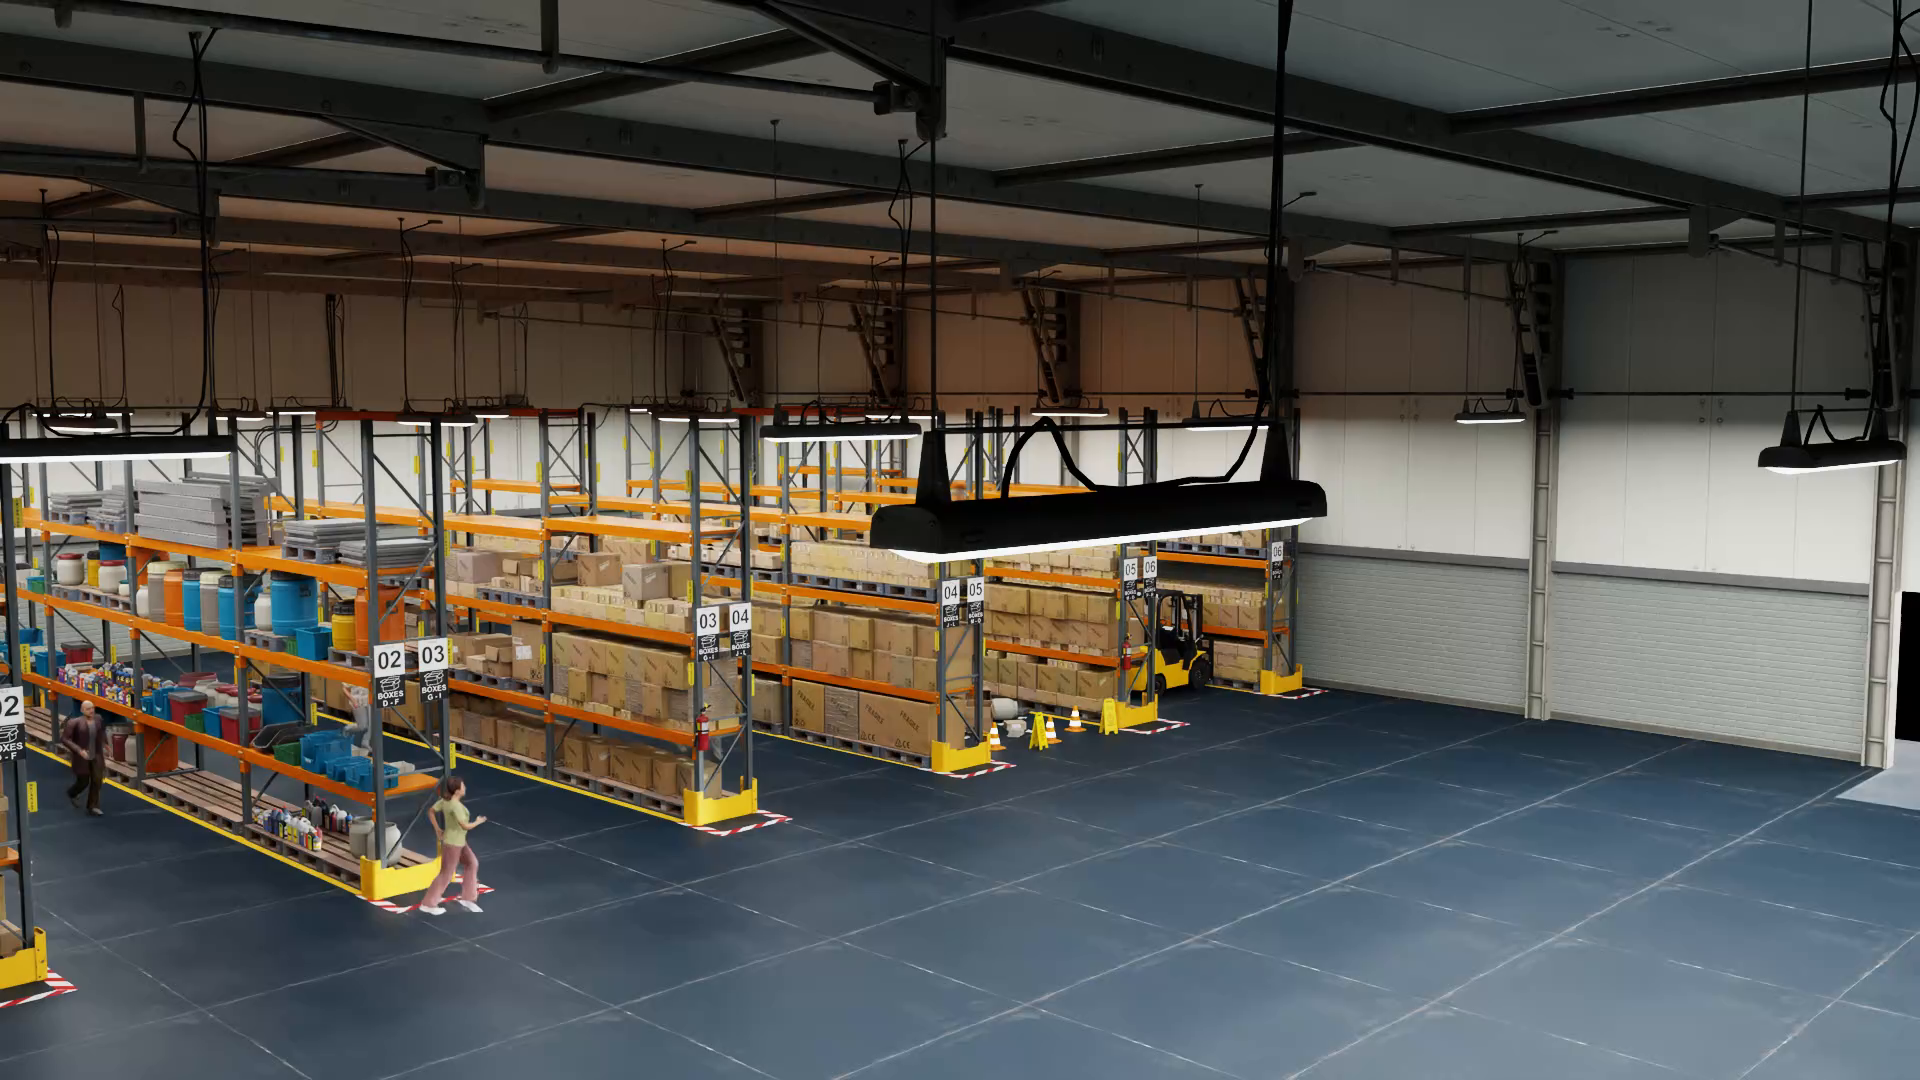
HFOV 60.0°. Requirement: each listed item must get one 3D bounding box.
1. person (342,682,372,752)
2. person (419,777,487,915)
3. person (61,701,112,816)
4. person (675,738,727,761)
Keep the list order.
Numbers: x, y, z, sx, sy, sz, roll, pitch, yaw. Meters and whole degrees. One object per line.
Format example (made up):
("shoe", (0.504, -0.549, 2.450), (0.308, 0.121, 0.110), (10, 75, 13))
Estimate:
("person", (-10.630, 2.876, 29.458), (0.636, 1.739, 0.677), (3, 6, 30))
("person", (-6.123, 3.718, 20.062), (0.824, 1.722, 0.530), (-2, 6, -26))
("person", (-13.201, 3.257, 25.033), (0.844, 1.732, 0.709), (4, 6, 37))
("person", (-4.483, 2.956, 28.831), (1.046, 1.715, 0.733), (2, 5, 20))
